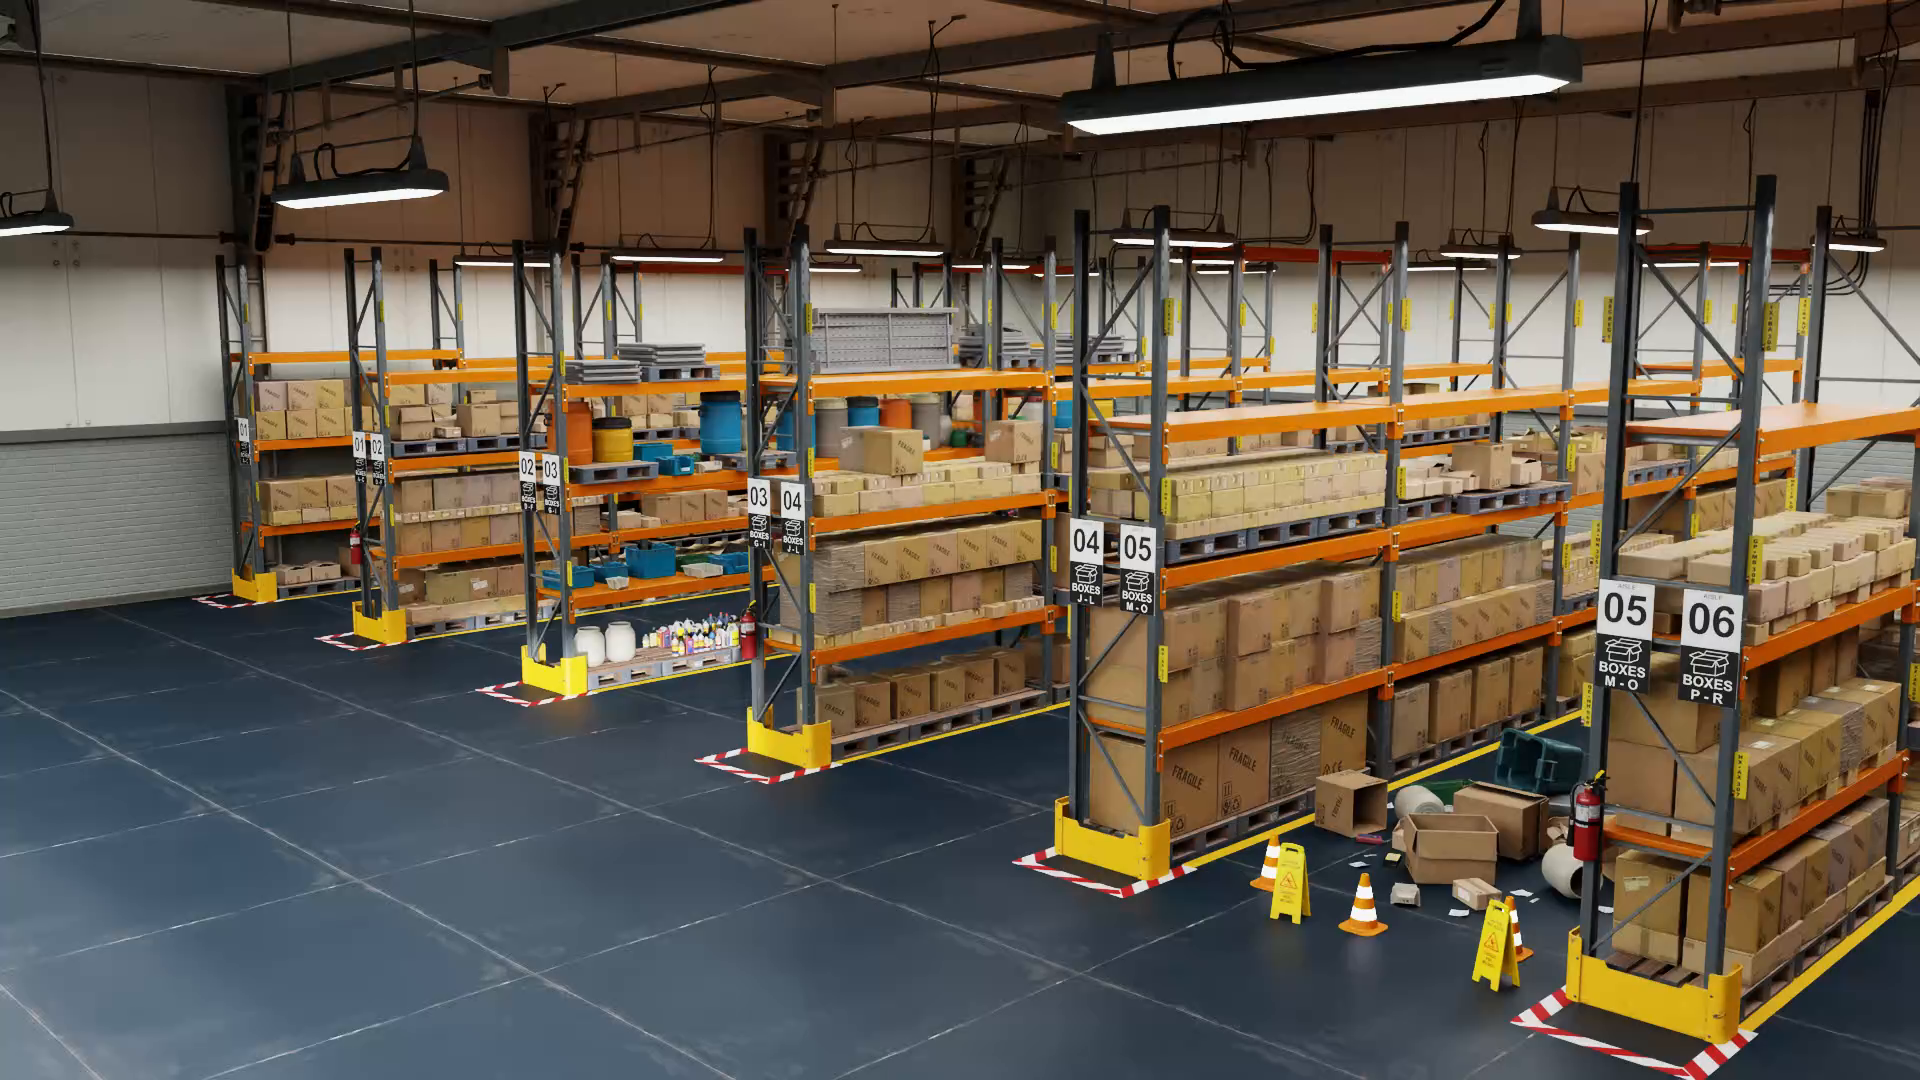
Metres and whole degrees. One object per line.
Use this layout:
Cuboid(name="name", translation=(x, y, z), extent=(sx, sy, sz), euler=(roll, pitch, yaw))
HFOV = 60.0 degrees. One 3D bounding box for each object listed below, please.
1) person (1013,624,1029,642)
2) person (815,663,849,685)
Cuboid(name="person", translation=(0.945, 0.592, 24.215), extent=(0.657, 1.754, 0.605), euler=(6, 10, 34))
Cuboid(name="person", translation=(-1.716, 1.293, 21.445), extent=(0.663, 1.709, 0.945), euler=(7, 10, 39))
